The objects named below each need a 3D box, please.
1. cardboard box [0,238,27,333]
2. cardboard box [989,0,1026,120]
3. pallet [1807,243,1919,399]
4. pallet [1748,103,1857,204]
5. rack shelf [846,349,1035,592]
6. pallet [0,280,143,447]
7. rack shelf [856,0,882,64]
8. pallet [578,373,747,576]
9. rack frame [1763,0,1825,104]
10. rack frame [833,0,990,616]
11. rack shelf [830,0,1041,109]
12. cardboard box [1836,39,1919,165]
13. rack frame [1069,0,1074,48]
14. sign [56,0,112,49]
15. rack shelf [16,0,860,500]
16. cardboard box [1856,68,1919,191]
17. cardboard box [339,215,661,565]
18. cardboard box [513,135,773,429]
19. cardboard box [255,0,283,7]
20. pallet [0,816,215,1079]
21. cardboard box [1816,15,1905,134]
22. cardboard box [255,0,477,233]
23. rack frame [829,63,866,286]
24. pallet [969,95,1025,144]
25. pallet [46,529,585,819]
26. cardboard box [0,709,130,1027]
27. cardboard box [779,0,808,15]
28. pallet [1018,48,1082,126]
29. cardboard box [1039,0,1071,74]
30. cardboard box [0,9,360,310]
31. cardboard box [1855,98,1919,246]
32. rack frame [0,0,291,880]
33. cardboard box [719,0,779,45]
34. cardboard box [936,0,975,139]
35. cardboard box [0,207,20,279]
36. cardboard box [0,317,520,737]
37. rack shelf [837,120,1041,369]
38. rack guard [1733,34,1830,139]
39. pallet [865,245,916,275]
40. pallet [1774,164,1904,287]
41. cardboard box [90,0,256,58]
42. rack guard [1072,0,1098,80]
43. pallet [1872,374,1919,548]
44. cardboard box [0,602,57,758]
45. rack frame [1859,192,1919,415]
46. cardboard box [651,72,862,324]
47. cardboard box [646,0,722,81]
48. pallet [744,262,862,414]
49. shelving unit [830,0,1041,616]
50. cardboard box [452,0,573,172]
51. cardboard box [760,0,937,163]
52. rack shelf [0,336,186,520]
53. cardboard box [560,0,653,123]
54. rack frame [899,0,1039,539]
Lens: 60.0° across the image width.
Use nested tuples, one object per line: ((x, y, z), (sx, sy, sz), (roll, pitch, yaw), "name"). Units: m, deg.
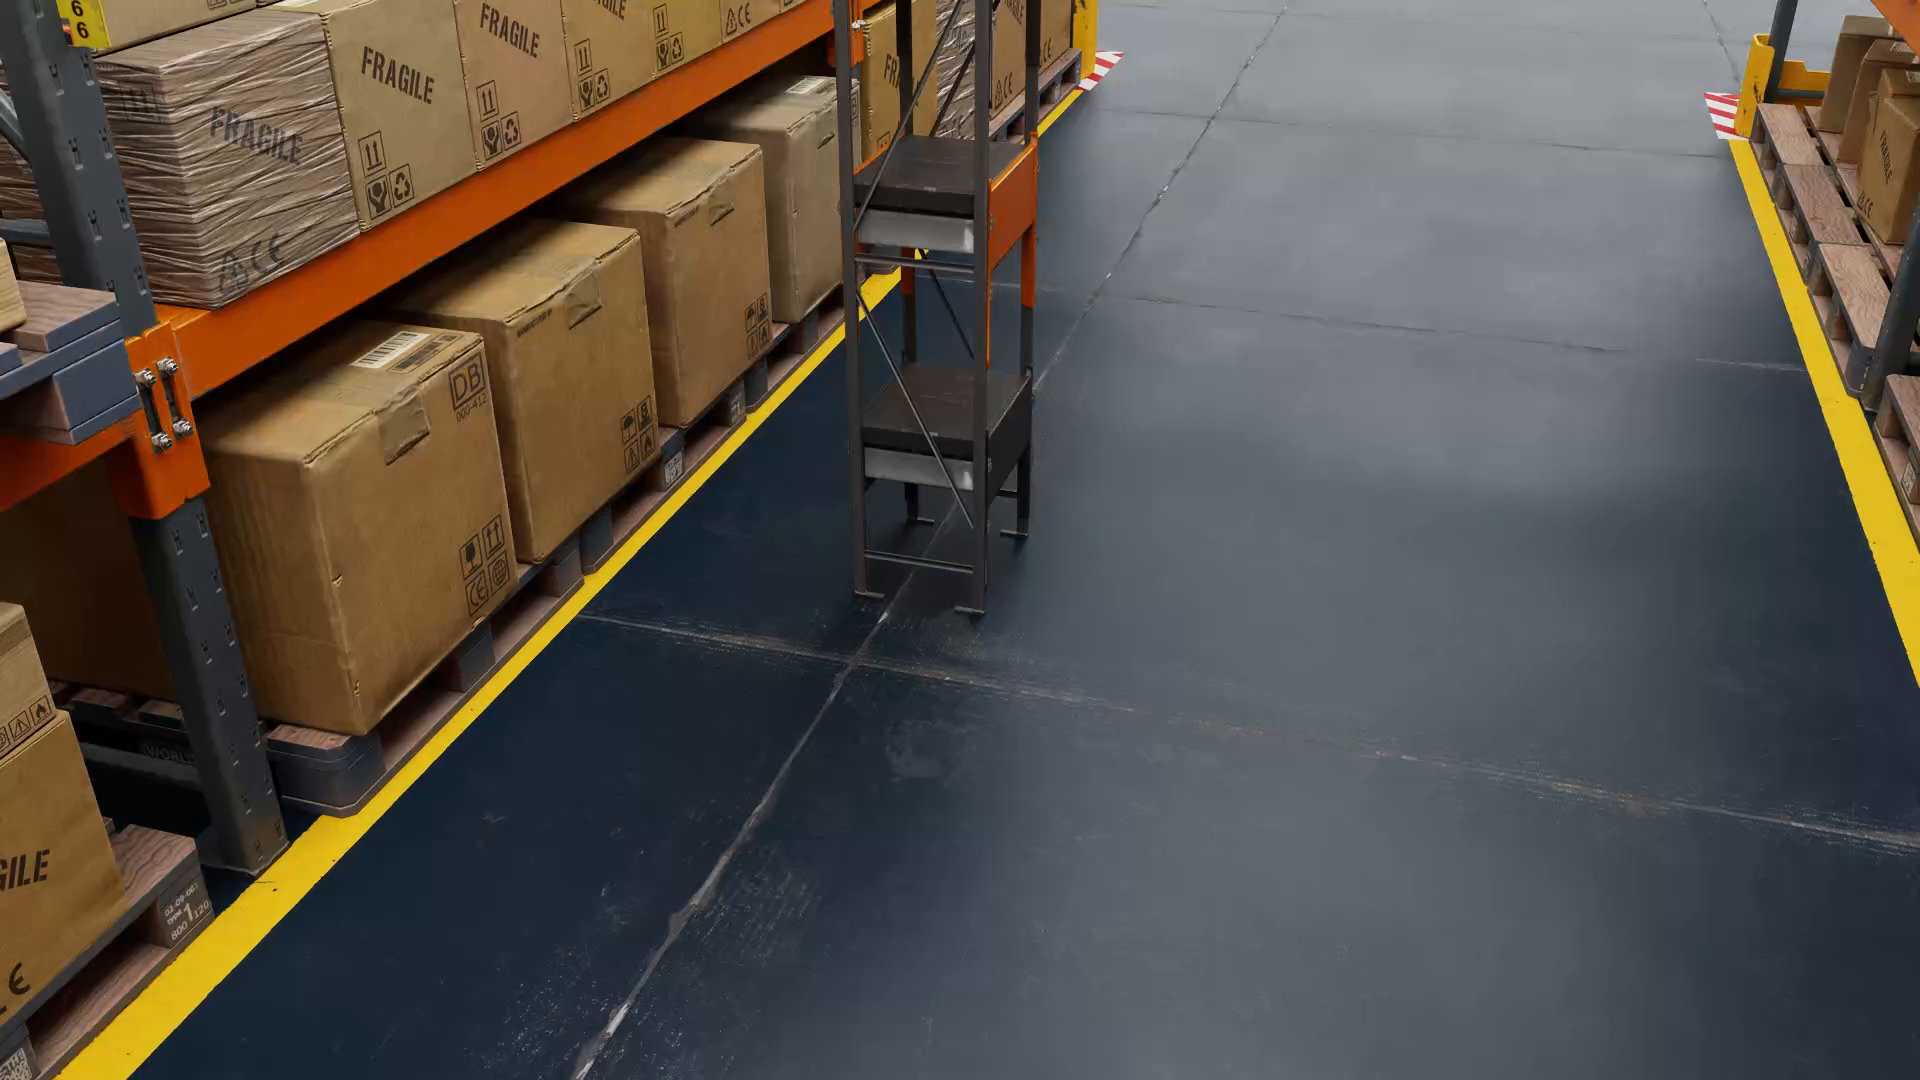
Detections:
((-1.787, -0.405, 2.719), (0.380, 0.149, 0.250), (9, 30, 16), "cardboard box")
((-0.126, -2.865, 9.069), (0.875, 0.875, 0.875), (8, 30, 14), "cardboard box")
((3.967, -0.829, 6.523), (1.003, 0.211, 1.213), (8, 30, 15), "pallet")
((4.684, -1.963, 8.561), (1.003, 0.211, 1.213), (8, 30, 15), "pallet")
((-0.049, -0.217, 4.948), (0.431, 0.518, 0.480), (8, 30, 15), "rack shelf")
((-2.189, -0.196, 2.714), (1.213, 0.211, 1.003), (8, 30, 15), "pallet")
((-0.321, -3.100, 8.477), (1.077, 0.370, 4.000), (8, 30, 15), "rack shelf")
((-1.419, -0.328, 5.623), (1.003, 0.211, 1.213), (8, 30, 15), "pallet")
((4.978, -3.589, 8.616), (1.000, 3.000, 0.127), (8, 30, 15), "rack frame")
((-0.120, -0.727, 4.397), (0.400, 2.100, 0.015), (8, 30, 15), "rack frame")
((-0.049, -1.440, 4.268), (0.431, 0.518, 0.480), (8, 30, 15), "rack shelf")
((4.636, -2.110, 8.096), (0.500, 0.500, 0.500), (17, 33, 28), "cardboard box")
((0.266, -4.344, 9.973), (1.000, 3.000, 0.127), (8, 30, 15), "rack frame")
((-1.560, -1.024, 2.896), (0.100, 0.325, 0.005), (8, 30, 15), "sign")
((-1.495, -1.241, 5.136), (1.077, 0.370, 4.000), (8, 30, 15), "rack shelf")
((4.434, -1.822, 7.578), (0.500, 0.500, 0.500), (11, 31, 20), "cardboard box")
((-1.564, -0.503, 4.952), (1.050, 0.750, 0.750), (9, 30, 16), "cardboard box")
((-1.291, -0.936, 5.730), (1.050, 0.750, 0.750), (8, 30, 15), "cardboard box")
((-1.793, -1.549, 3.818), (0.700, 0.500, 0.500), (8, 30, 14), "cardboard box")
((-2.313, 0.955, 3.315), (1.003, 0.211, 1.213), (8, 30, 15), "pallet")
((4.779, -2.393, 8.605), (0.500, 0.500, 0.500), (14, 32, 24), "cardboard box")
((-1.546, -1.077, 3.997), (0.500, 0.500, 0.500), (8, 30, 14), "cardboard box")
((-0.908, -2.485, 6.632), (1.000, 3.000, 0.127), (8, 30, 15), "rack frame")
((-0.254, -2.177, 8.947), (1.003, 0.211, 1.213), (8, 30, 15), "pallet")
((-1.778, 0.237, 4.607), (1.003, 0.211, 1.213), (8, 30, 15), "pallet")
((-2.025, 0.626, 3.179), (0.500, 0.500, 0.500), (8, 30, 15), "cardboard box")
((-0.805, -2.248, 6.103), (0.500, 0.500, 0.500), (8, 30, 15), "cardboard box")
((0.106, -2.743, 9.963), (1.003, 0.211, 1.213), (8, 30, 15), "pallet")
((0.130, -3.274, 9.804), (0.875, 0.875, 0.875), (9, 30, 15), "cardboard box")
((-1.692, -0.840, 3.571), (0.500, 0.500, 0.500), (9, 30, 15), "cardboard box")
((4.228, -1.569, 7.124), (0.500, 0.500, 0.500), (6, 30, 10), "cardboard box")
((-2.082, -0.626, 3.290), (1.000, 3.000, 0.127), (8, 30, 15), "rack frame")
((-0.954, -2.013, 5.681), (0.500, 0.500, 0.500), (8, 30, 14), "cardboard box")
((-0.395, -2.442, 8.307), (0.875, 0.875, 0.875), (9, 30, 15), "cardboard box")
((-2.206, -0.917, 3.711), (0.500, 0.500, 0.500), (8, 30, 15), "cardboard box")
((-1.817, -0.097, 4.220), (1.050, 0.750, 0.750), (8, 30, 14), "cardboard box")
((-0.049, -0.829, 4.608), (0.431, 0.518, 0.480), (8, 30, 15), "rack shelf")
((4.956, -2.462, 9.161), (1.175, 0.500, 0.348), (8, 30, 15), "rack guard")
((-0.610, -1.609, 7.925), (1.003, 0.211, 1.213), (8, 30, 15), "pallet")
((4.324, -1.398, 7.545), (1.003, 0.211, 1.213), (8, 30, 15), "pallet")
((-1.941, -1.314, 3.395), (0.700, 0.500, 0.500), (8, 30, 15), "cardboard box")
((0.273, -3.263, 10.601), (1.175, 0.500, 0.348), (8, 30, 15), "rack guard")
((3.577, -0.150, 5.302), (1.003, 0.211, 1.213), (8, 30, 15), "pallet")
((-2.032, 0.310, 2.975), (0.500, 0.250, 0.500), (8, 30, 14), "cardboard box")
((3.804, -1.730, 5.275), (1.000, 3.000, 0.127), (8, 30, 15), "rack frame")
((-1.004, -1.384, 6.535), (1.050, 0.750, 0.750), (8, 30, 15), "cardboard box")
((-1.102, -1.778, 5.258), (0.500, 0.500, 0.500), (9, 30, 15), "cardboard box")
((-1.062, -0.897, 6.646), (1.003, 0.211, 1.213), (8, 30, 15), "pallet")
((-0.049, -0.841, 4.601), (0.431, 2.100, 0.503), (8, 30, 15), "shelving unit")
((-1.397, -1.311, 4.418), (0.500, 0.500, 0.500), (8, 30, 15), "cardboard box")
((-0.656, -2.022, 7.553), (0.875, 0.875, 0.875), (9, 30, 16), "cardboard box")
((-2.669, 0.618, 1.794), (1.077, 0.370, 4.000), (8, 30, 15), "rack shelf")
((-1.249, -1.542, 4.834), (0.500, 0.500, 0.500), (8, 30, 14), "cardboard box")
((0.023, -0.954, 4.805), (0.400, 2.100, 0.015), (8, 30, 15), "rack frame")
